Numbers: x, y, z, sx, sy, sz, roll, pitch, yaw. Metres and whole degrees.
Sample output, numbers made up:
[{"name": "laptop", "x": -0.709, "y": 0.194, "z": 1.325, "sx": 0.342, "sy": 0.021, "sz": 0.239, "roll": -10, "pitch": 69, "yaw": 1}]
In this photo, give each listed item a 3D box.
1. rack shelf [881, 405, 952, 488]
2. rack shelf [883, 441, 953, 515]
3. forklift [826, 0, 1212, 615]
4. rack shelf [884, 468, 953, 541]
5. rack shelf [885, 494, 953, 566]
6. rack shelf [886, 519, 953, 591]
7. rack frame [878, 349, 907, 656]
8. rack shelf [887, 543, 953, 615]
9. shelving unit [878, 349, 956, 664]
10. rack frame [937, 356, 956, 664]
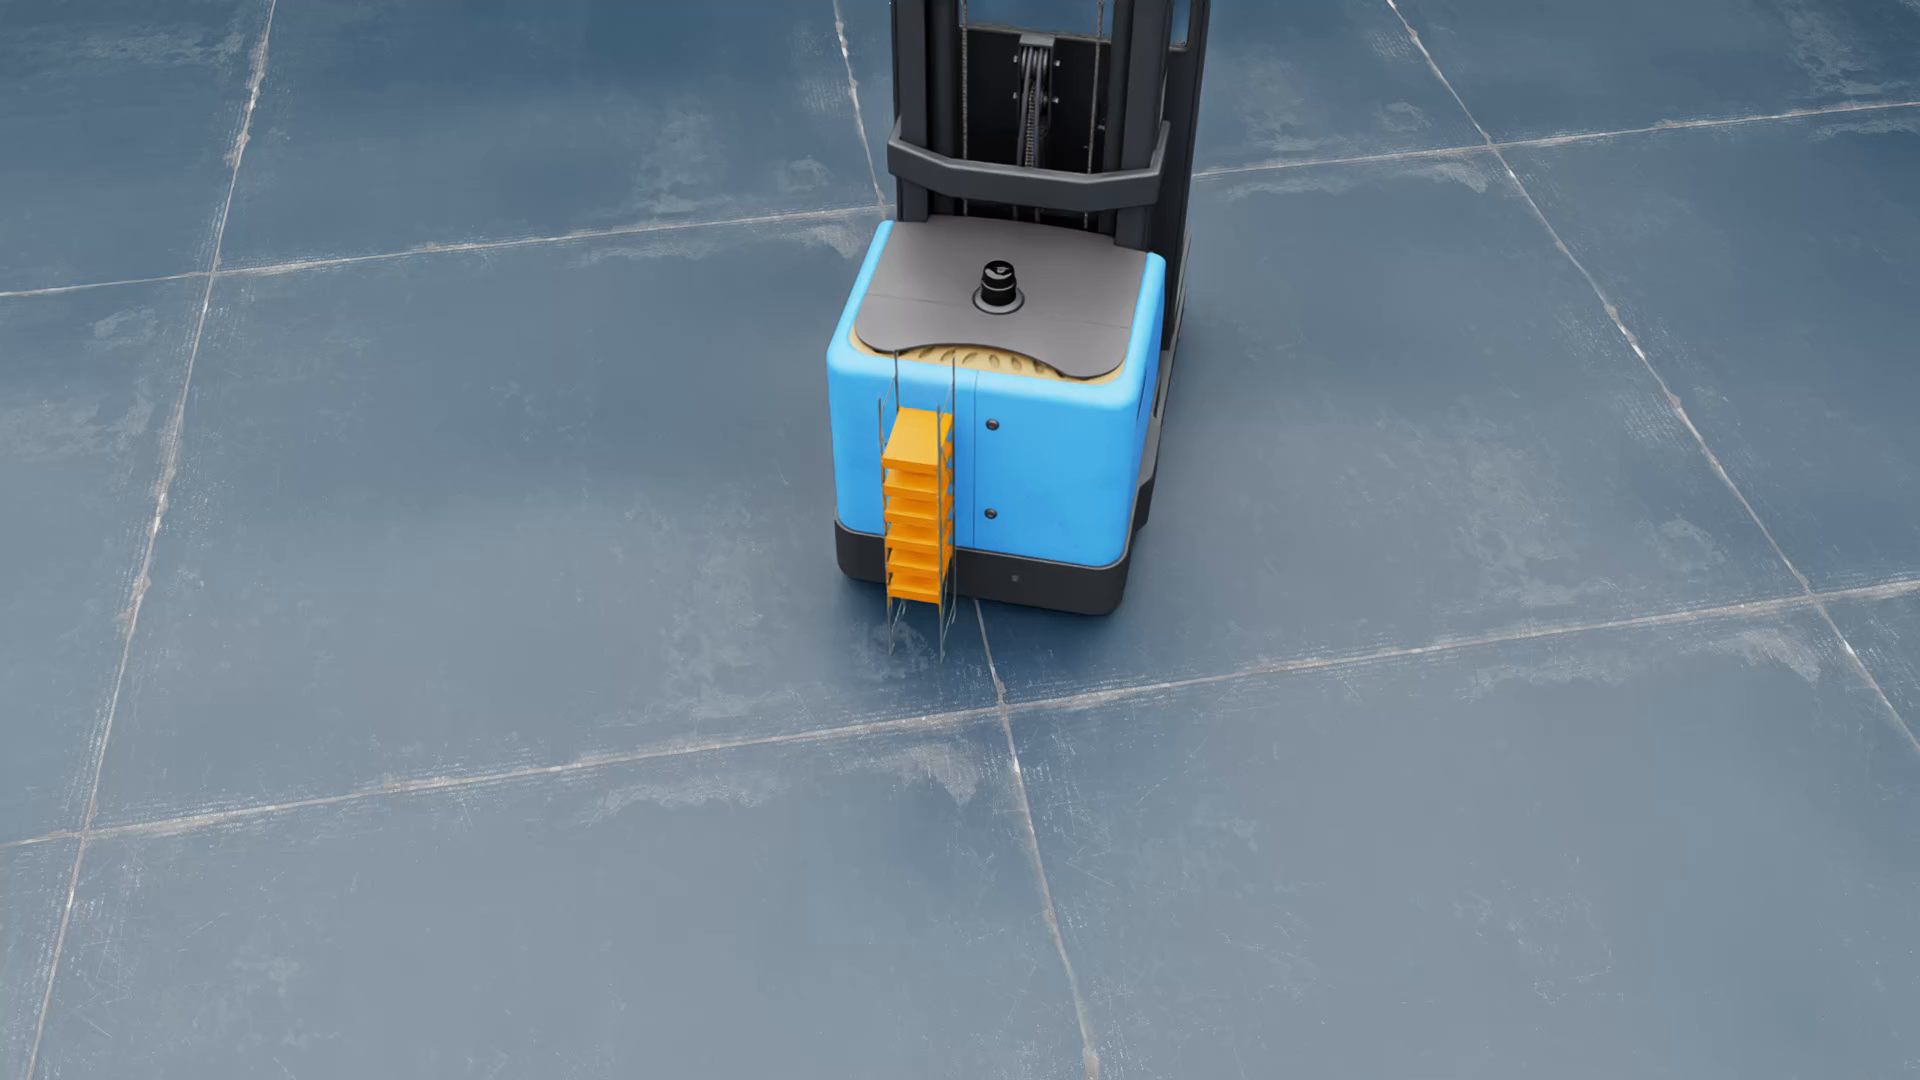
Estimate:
[{"name": "rack shelf", "x": -0.131, "y": -0.298, "z": 5.266, "sx": 0.180, "sy": 0.103, "sz": 0.258, "roll": 8, "pitch": 47, "yaw": 8}, {"name": "rack shelf", "x": -0.131, "y": -0.215, "z": 5.352, "sx": 0.180, "sy": 0.103, "sz": 0.258, "roll": 8, "pitch": 47, "yaw": 8}, {"name": "forklift", "x": 0.353, "y": -1.831, "z": 5.979, "sx": 1.130, "sy": 2.935, "sz": 3.031, "roll": 8, "pitch": 47, "yaw": 8}, {"name": "rack shelf", "x": -0.131, "y": -0.132, "z": 5.439, "sx": 0.180, "sy": 0.103, "sz": 0.258, "roll": 8, "pitch": 47, "yaw": 8}, {"name": "rack shelf", "x": -0.131, "y": -0.049, "z": 5.525, "sx": 0.180, "sy": 0.103, "sz": 0.258, "roll": 8, "pitch": 47, "yaw": 8}, {"name": "rack shelf", "x": -0.131, "y": 0.035, "z": 5.612, "sx": 0.180, "sy": 0.103, "sz": 0.258, "roll": 8, "pitch": 47, "yaw": 8}, {"name": "rack frame", "x": -0.221, "y": -0.093, "z": 5.506, "sx": 0.006, "sy": 1.200, "sz": 0.240, "roll": 8, "pitch": 47, "yaw": 8}, {"name": "rack shelf", "x": -0.131, "y": 0.118, "z": 5.698, "sx": 0.180, "sy": 0.103, "sz": 0.258, "roll": 8, "pitch": 47, "yaw": 8}, {"name": "shelving unit", "x": -0.131, "y": -0.079, "z": 5.493, "sx": 0.189, "sy": 1.200, "sz": 0.258, "roll": 8, "pitch": 47, "yaw": 8}, {"name": "rack frame", "x": -0.042, "y": -0.066, "z": 5.480, "sx": 0.006, "sy": 1.200, "sz": 0.240, "roll": 8, "pitch": 47, "yaw": 8}]
